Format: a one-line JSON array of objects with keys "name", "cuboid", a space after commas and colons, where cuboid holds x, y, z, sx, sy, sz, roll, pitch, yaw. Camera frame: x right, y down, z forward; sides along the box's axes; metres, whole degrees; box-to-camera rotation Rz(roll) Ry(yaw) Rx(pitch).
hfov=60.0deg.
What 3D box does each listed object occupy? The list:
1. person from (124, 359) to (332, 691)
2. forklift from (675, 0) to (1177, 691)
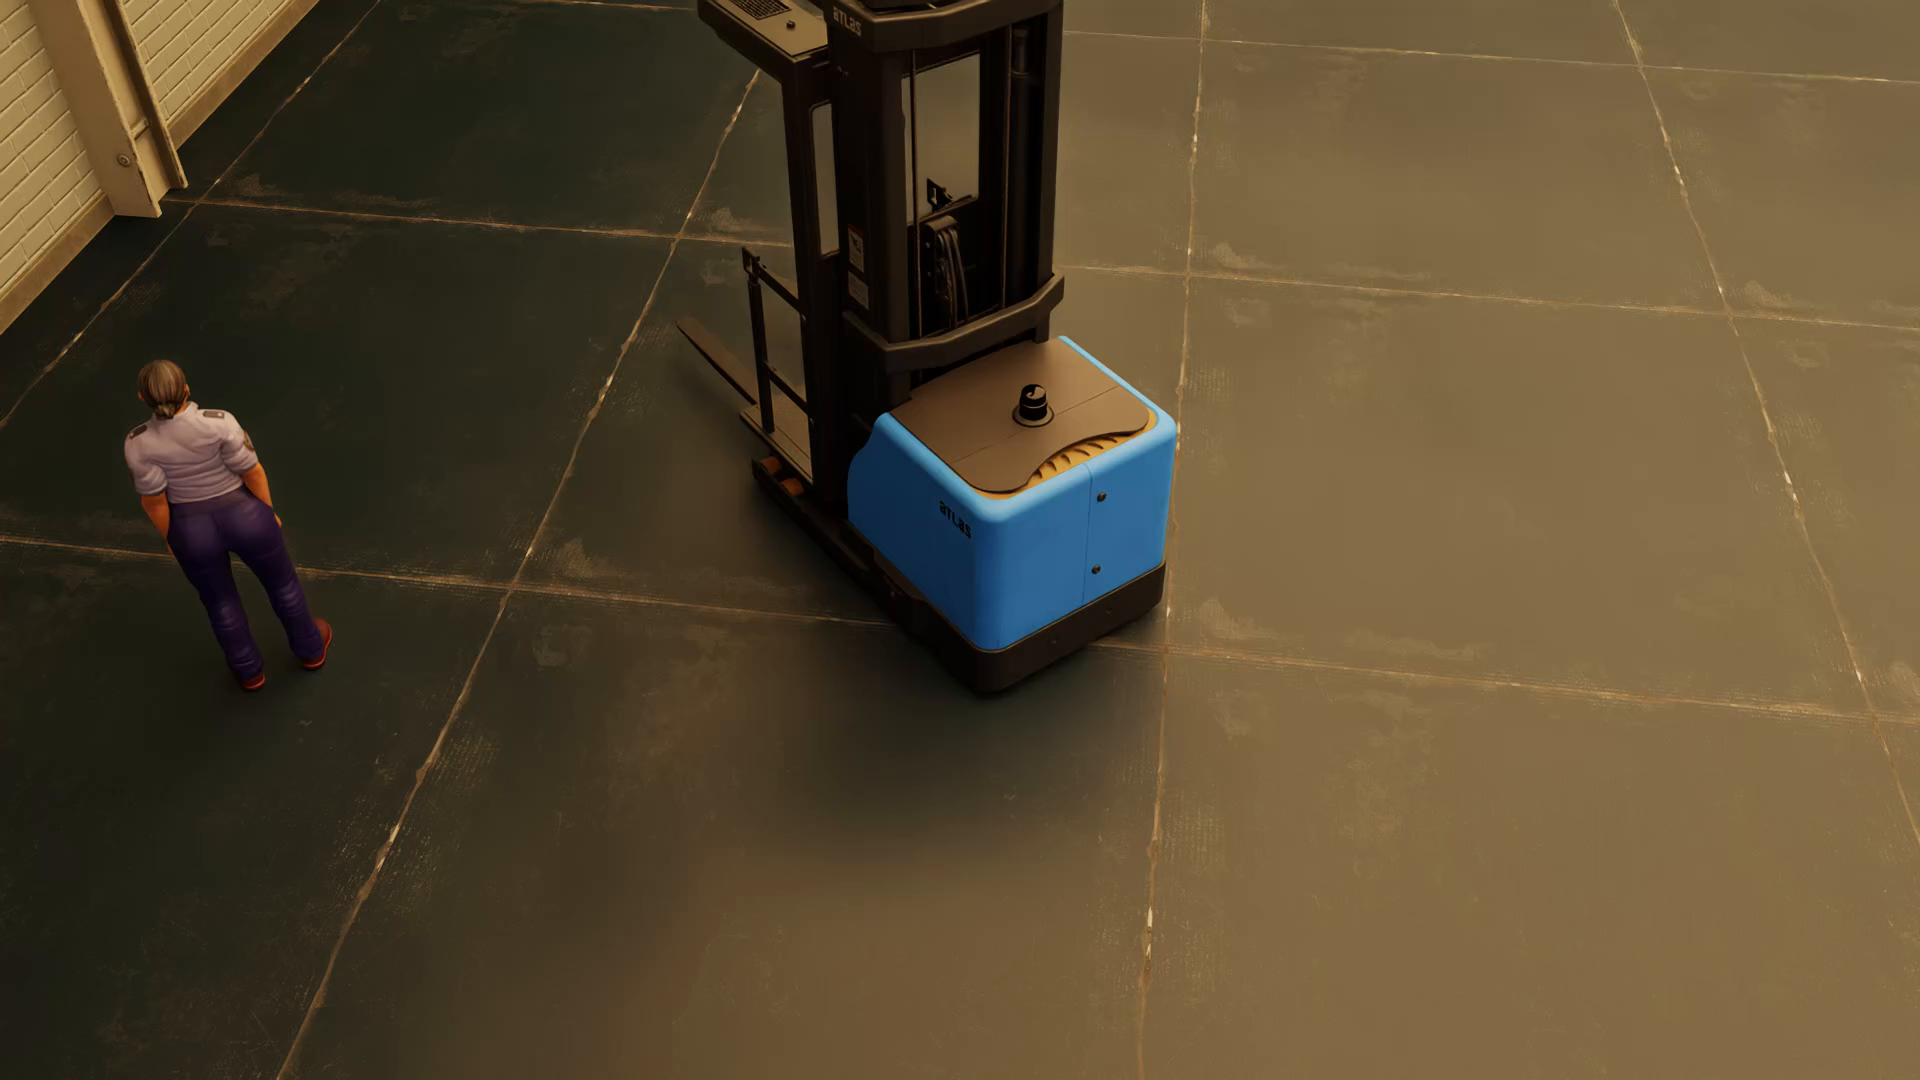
[{"name": "person", "cuboid": [-2.989, -0.064, 6.748, 0.484, 1.652, 0.362, -17, 45, -18]}, {"name": "forklift", "cuboid": [-0.356, -1.390, 7.238, 1.130, 2.935, 3.031, -26, 49, -26]}]
